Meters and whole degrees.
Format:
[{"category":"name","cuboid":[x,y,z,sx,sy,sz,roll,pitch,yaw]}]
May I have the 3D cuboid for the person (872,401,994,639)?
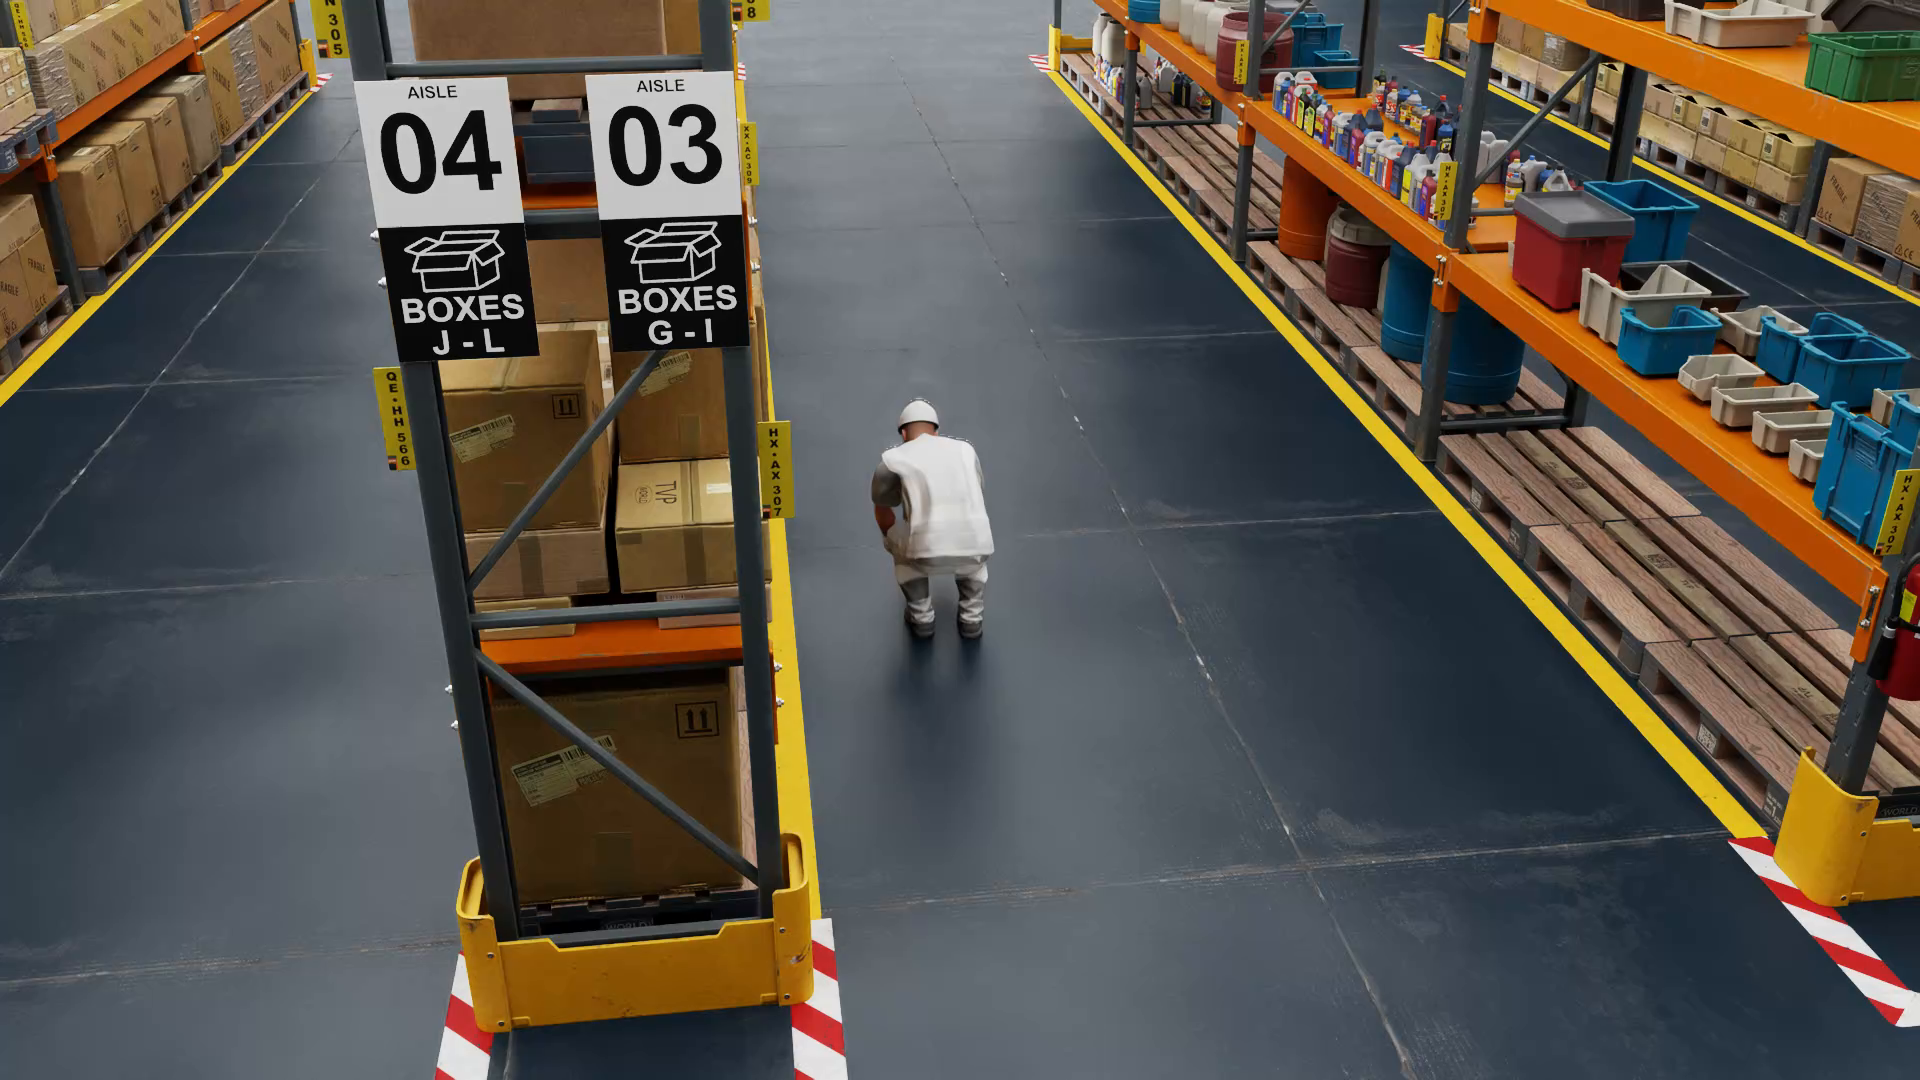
[{"category":"person","cuboid":[-0.127,-0.076,8.074,0.573,1.040,0.873,-4,27,-7]}]
